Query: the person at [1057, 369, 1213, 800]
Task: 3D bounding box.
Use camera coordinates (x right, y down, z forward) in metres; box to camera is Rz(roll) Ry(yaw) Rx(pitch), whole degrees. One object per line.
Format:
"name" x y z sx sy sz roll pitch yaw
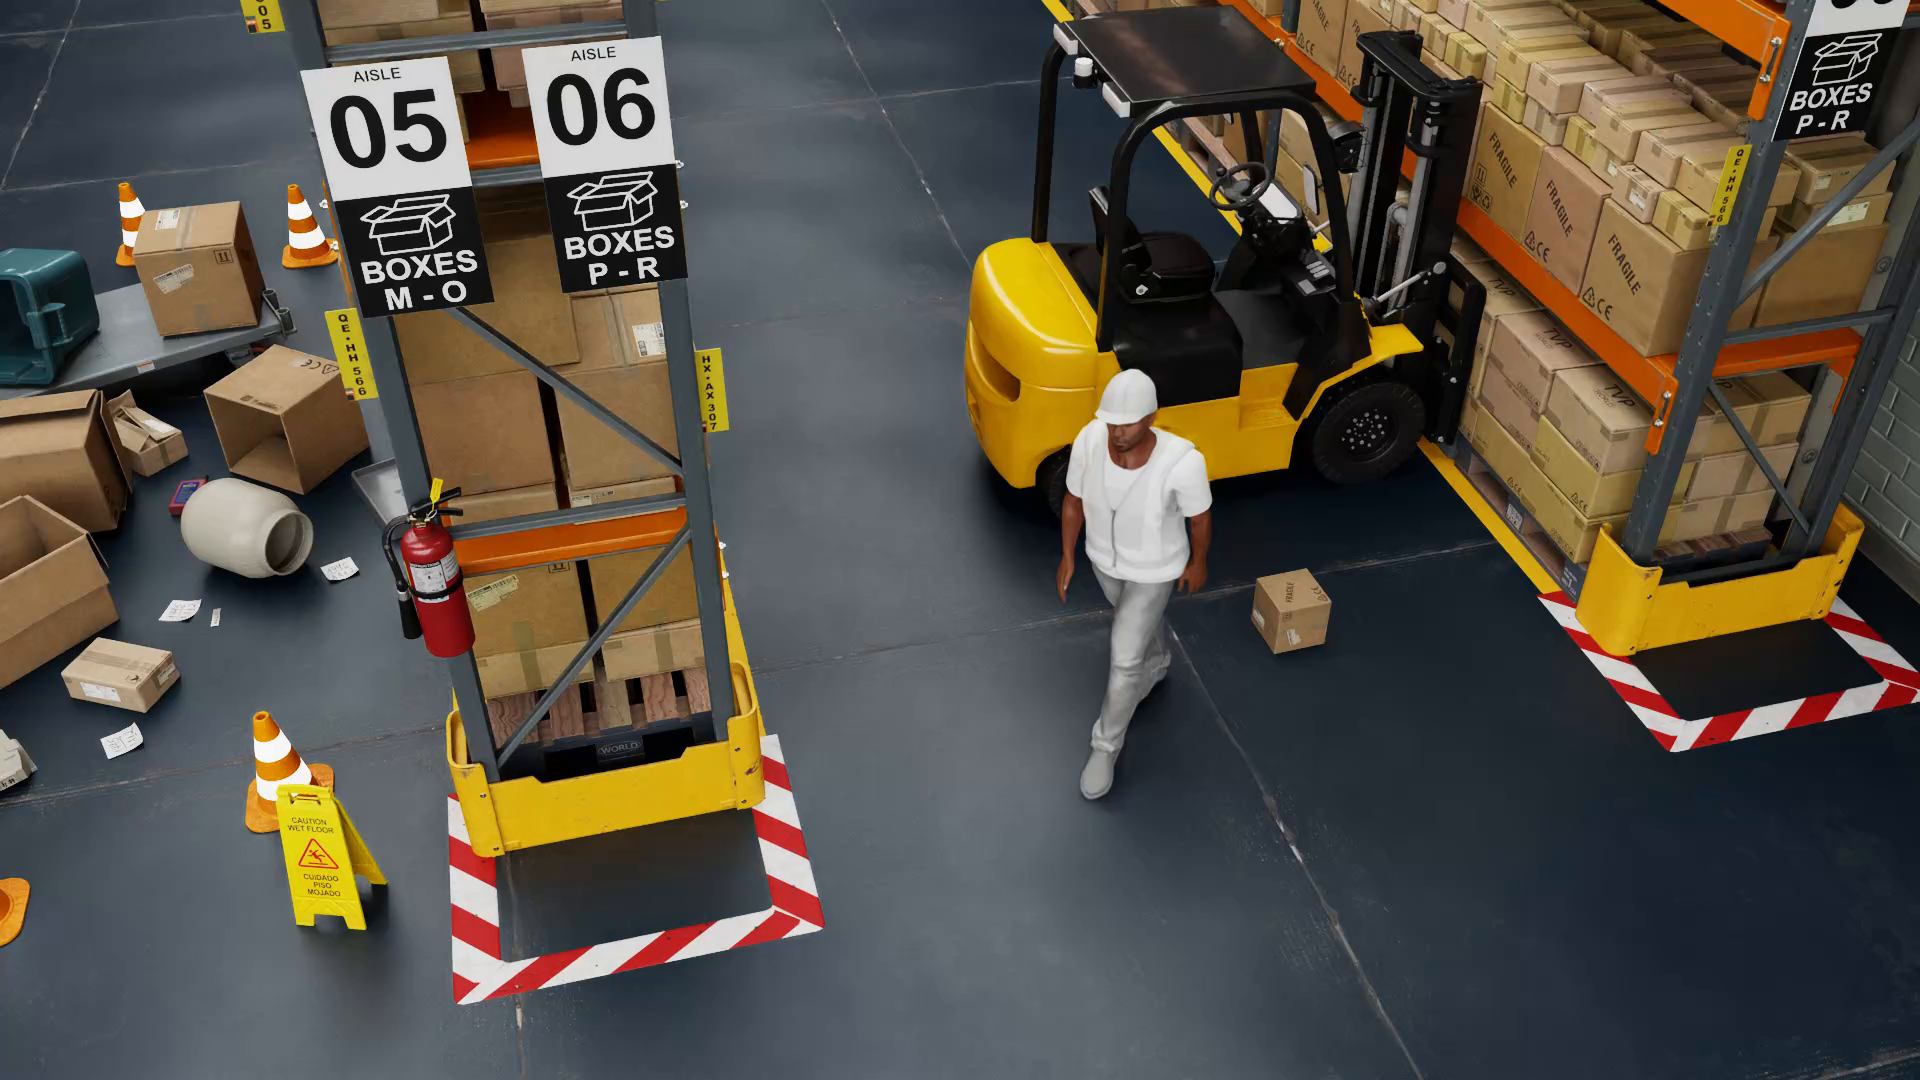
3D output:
"person" 0.641 0.092 6.564 0.564 1.745 0.847 27 45 30
